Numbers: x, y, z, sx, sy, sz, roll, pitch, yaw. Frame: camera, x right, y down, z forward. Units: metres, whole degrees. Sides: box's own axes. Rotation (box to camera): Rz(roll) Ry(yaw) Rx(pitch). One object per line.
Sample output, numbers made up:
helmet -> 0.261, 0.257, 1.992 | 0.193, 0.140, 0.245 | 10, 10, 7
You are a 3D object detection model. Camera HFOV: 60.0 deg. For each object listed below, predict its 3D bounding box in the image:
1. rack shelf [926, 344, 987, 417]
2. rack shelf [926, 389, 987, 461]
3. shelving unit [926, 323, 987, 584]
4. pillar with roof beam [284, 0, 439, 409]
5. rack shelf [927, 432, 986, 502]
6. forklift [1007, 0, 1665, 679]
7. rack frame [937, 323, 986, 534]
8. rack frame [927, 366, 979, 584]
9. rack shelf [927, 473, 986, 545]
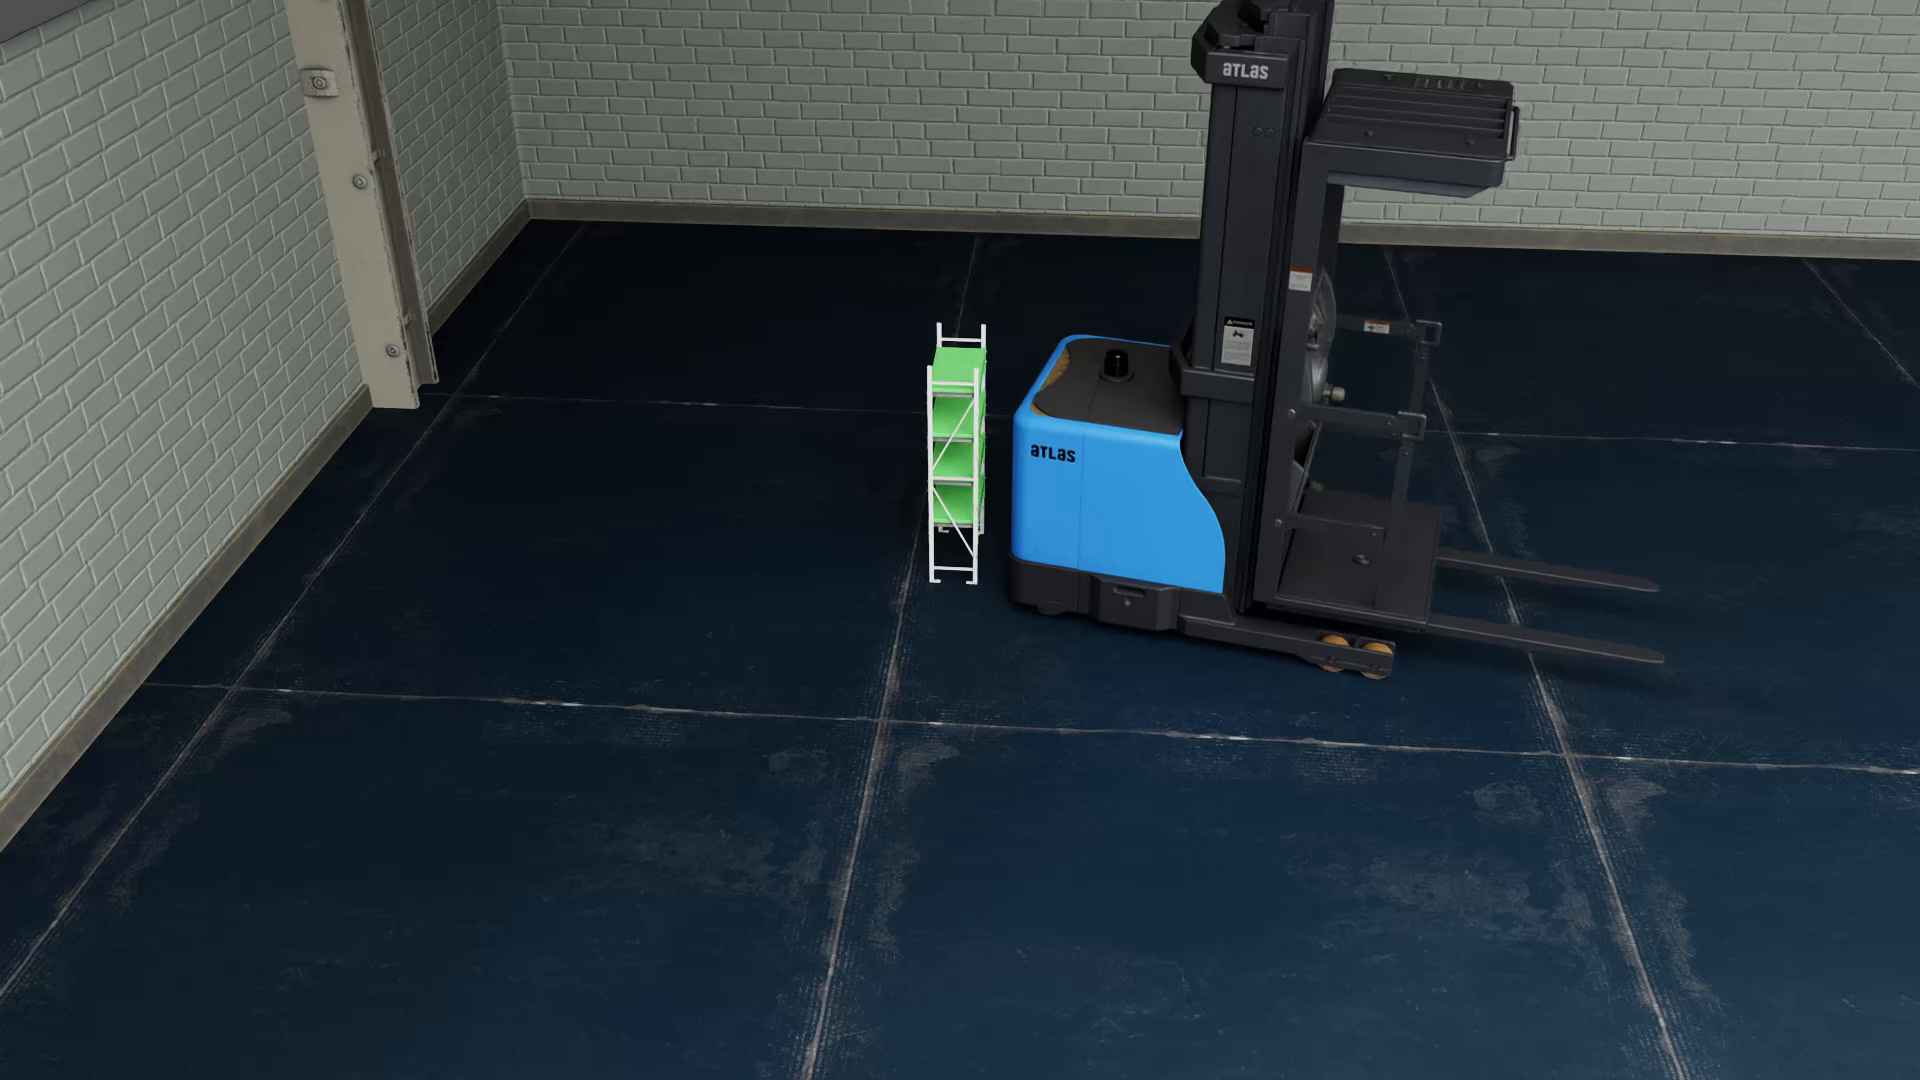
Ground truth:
rack shelf -> -0.013, -0.778, 8.076 | 0.258, 0.148, 0.480 | 2, 32, 4
rack shelf -> -0.013, -0.574, 8.202 | 0.258, 0.148, 0.480 | 2, 32, 4
shelving unit -> -0.013, -0.424, 8.295 | 0.258, 1.200, 0.503 | 2, 32, 4
pillar with roof beam -> 0.875, -4.549, 7.555 | 9.100, 9.000, 0.400 | 2, 32, 4
rack shelf -> -0.013, -0.370, 8.328 | 0.258, 0.148, 0.480 | 2, 32, 4
forklift -> 1.807, -0.917, 7.444 | 3.031, 2.935, 1.130 | 9, 33, 15
rack frame -> 0.006, -0.552, 8.502 | 0.240, 1.200, 0.015 | 2, 32, 4
rack frame -> -0.033, -0.297, 8.088 | 0.240, 1.200, 0.015 | 2, 32, 4
rack shelf -> -0.013, -0.166, 8.454 | 0.258, 0.148, 0.480 | 2, 32, 4
